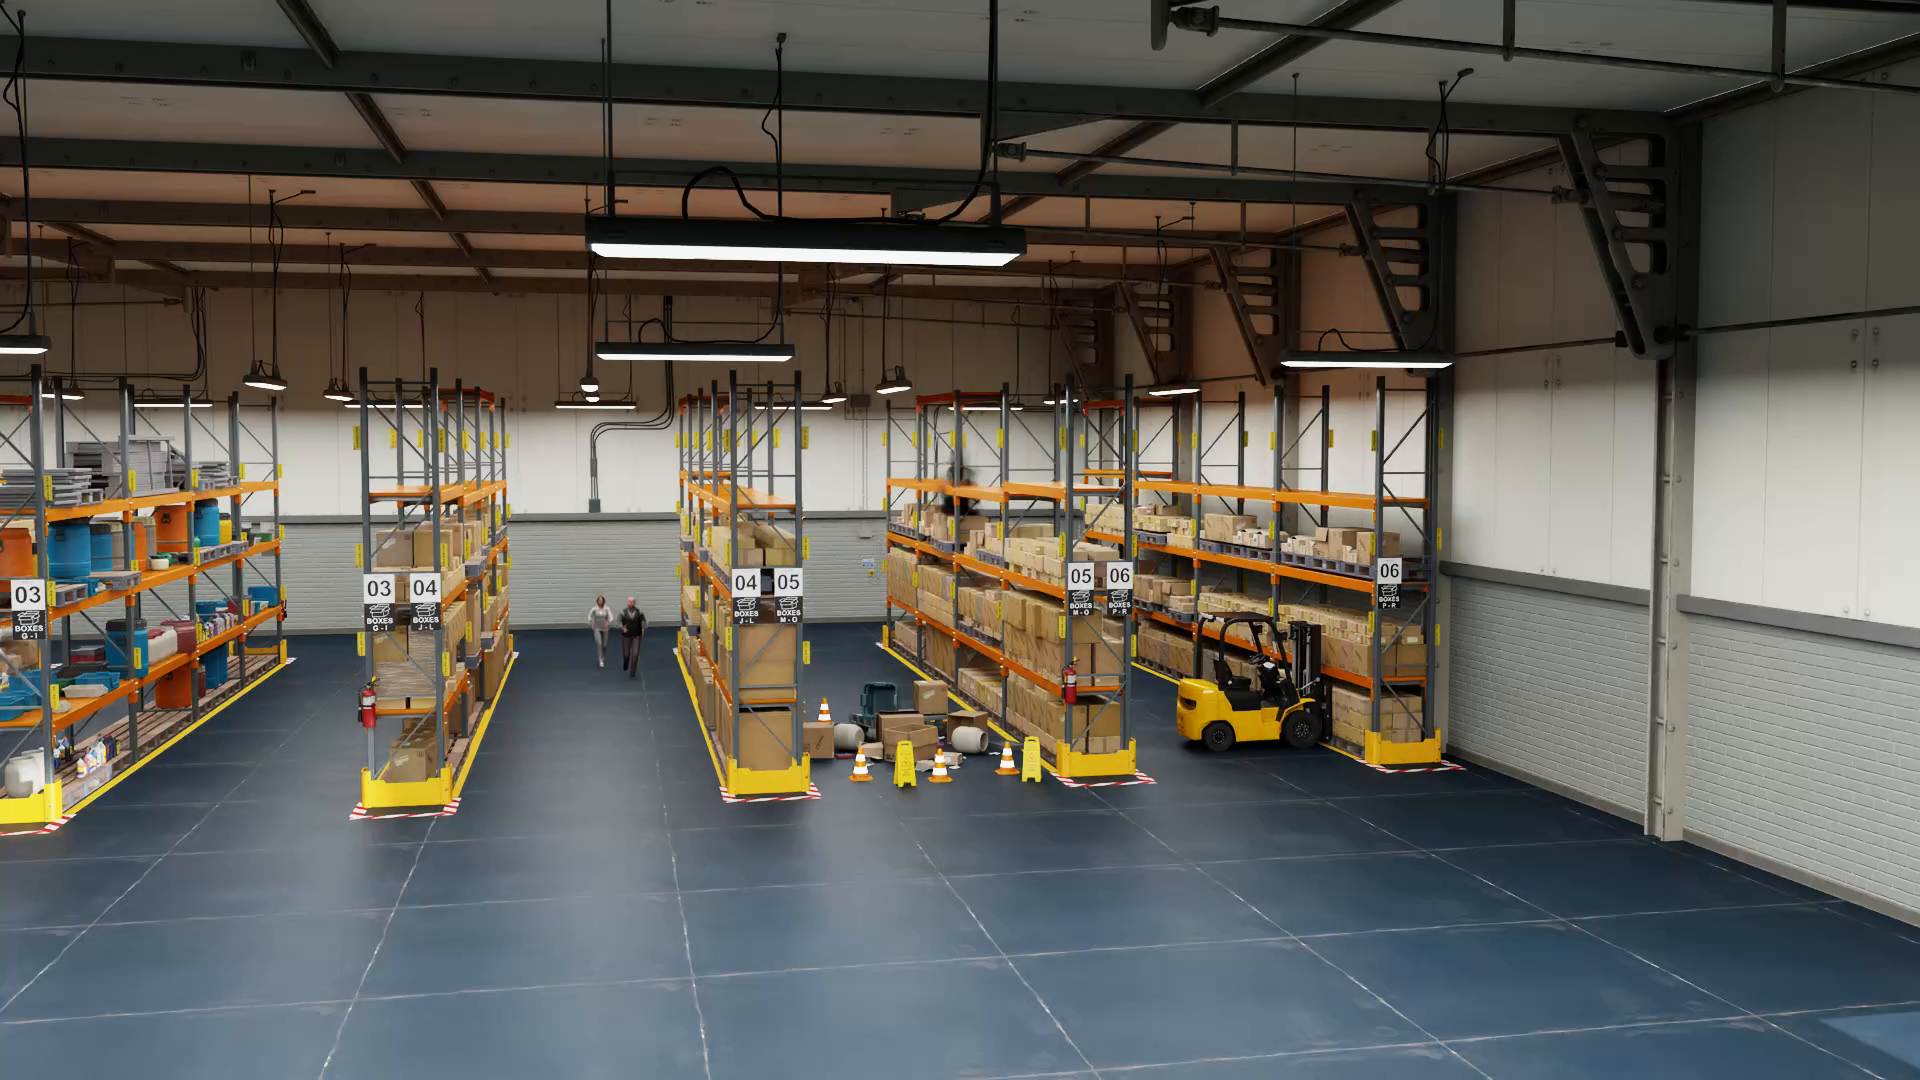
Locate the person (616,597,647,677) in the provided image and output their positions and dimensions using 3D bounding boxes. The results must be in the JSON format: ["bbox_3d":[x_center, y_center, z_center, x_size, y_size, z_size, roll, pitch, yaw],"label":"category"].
[{"bbox_3d":[-6.993,2.053,35.413,0.660,1.680,0.658,-1,4,-17],"label":"person"}]

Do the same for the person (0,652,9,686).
[{"bbox_3d":[-16.285,2.446,27.759,0.681,1.804,0.886,-1,4,-15],"label":"person"}]

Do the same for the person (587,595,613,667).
[{"bbox_3d":[-7.993,2.015,37.001,0.562,1.573,0.664,-1,4,-18],"label":"person"}]
